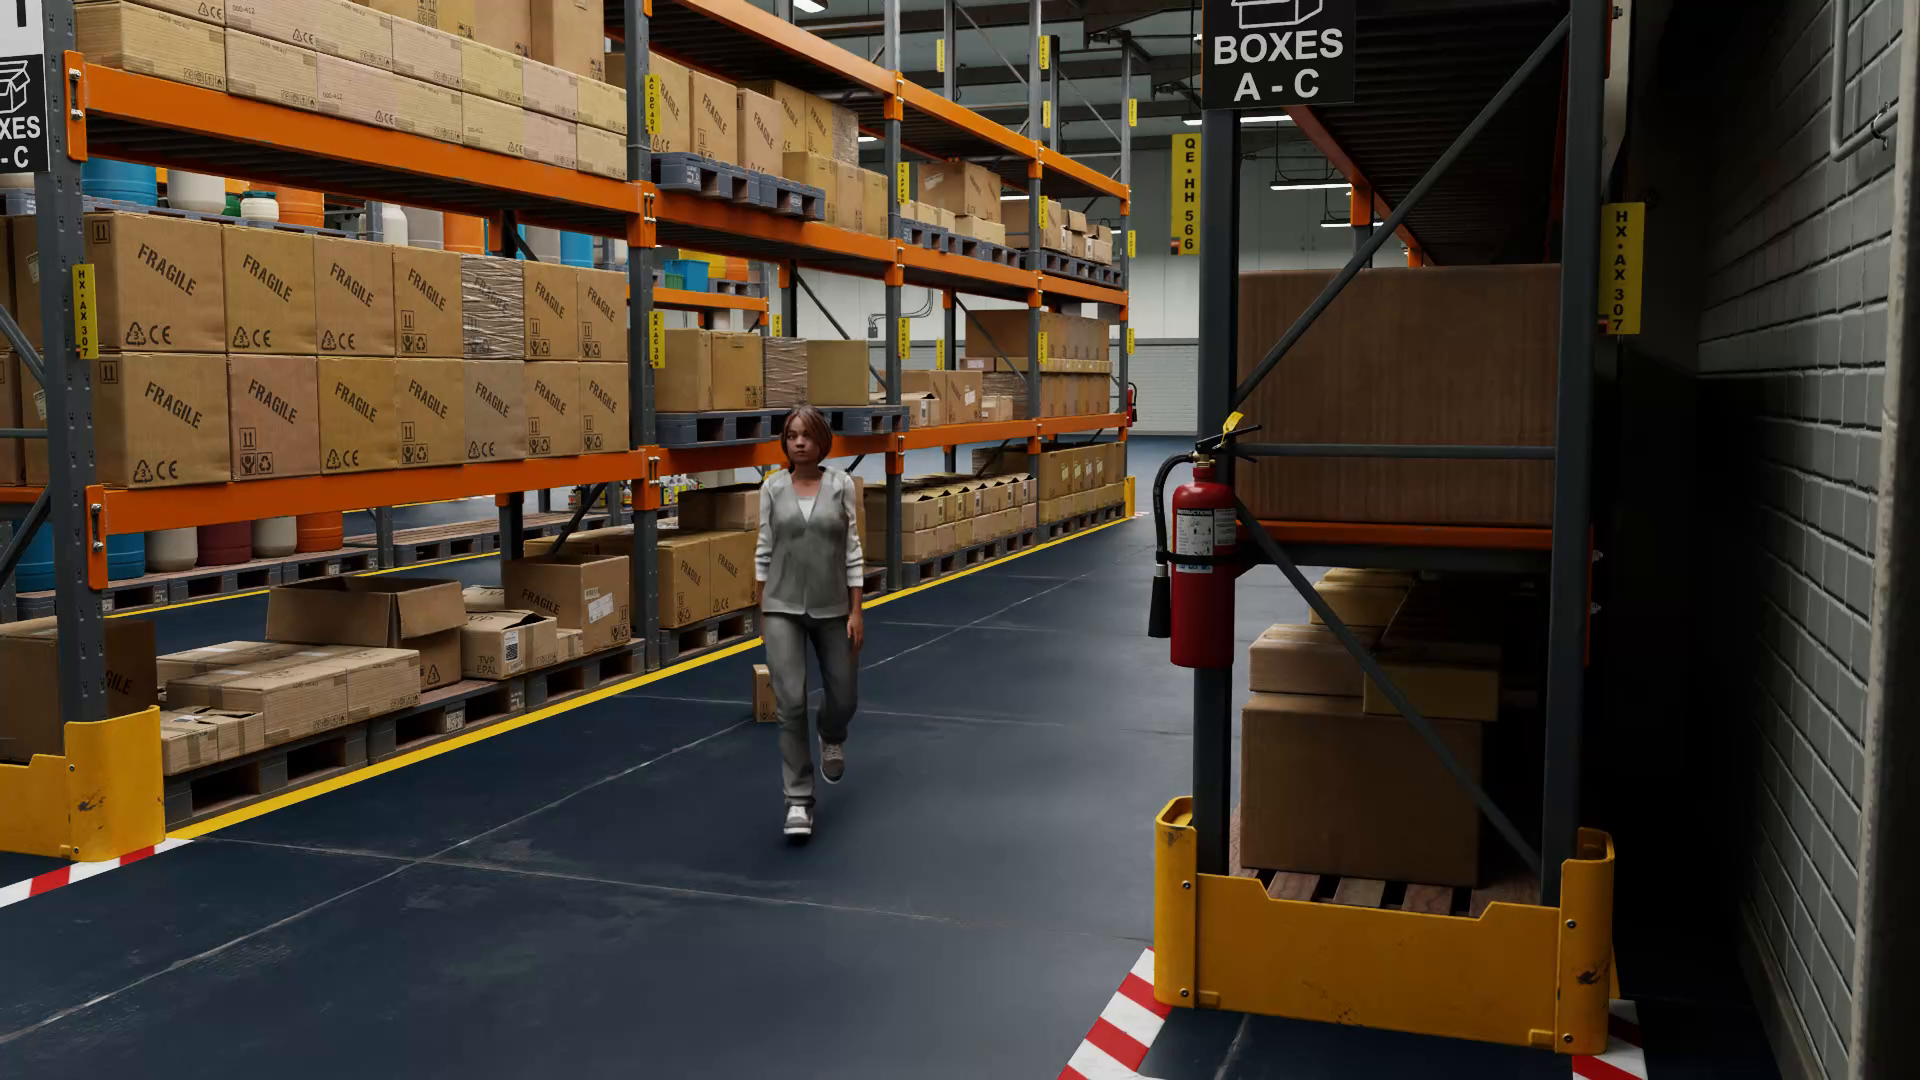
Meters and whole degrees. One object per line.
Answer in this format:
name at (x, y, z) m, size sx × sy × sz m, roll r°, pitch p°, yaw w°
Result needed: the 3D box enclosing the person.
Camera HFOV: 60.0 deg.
person at (-0.573, 0.280, 6.324) m, size 0.410 × 1.573 × 0.693 m, roll -1°, pitch 5°, yaw -6°
